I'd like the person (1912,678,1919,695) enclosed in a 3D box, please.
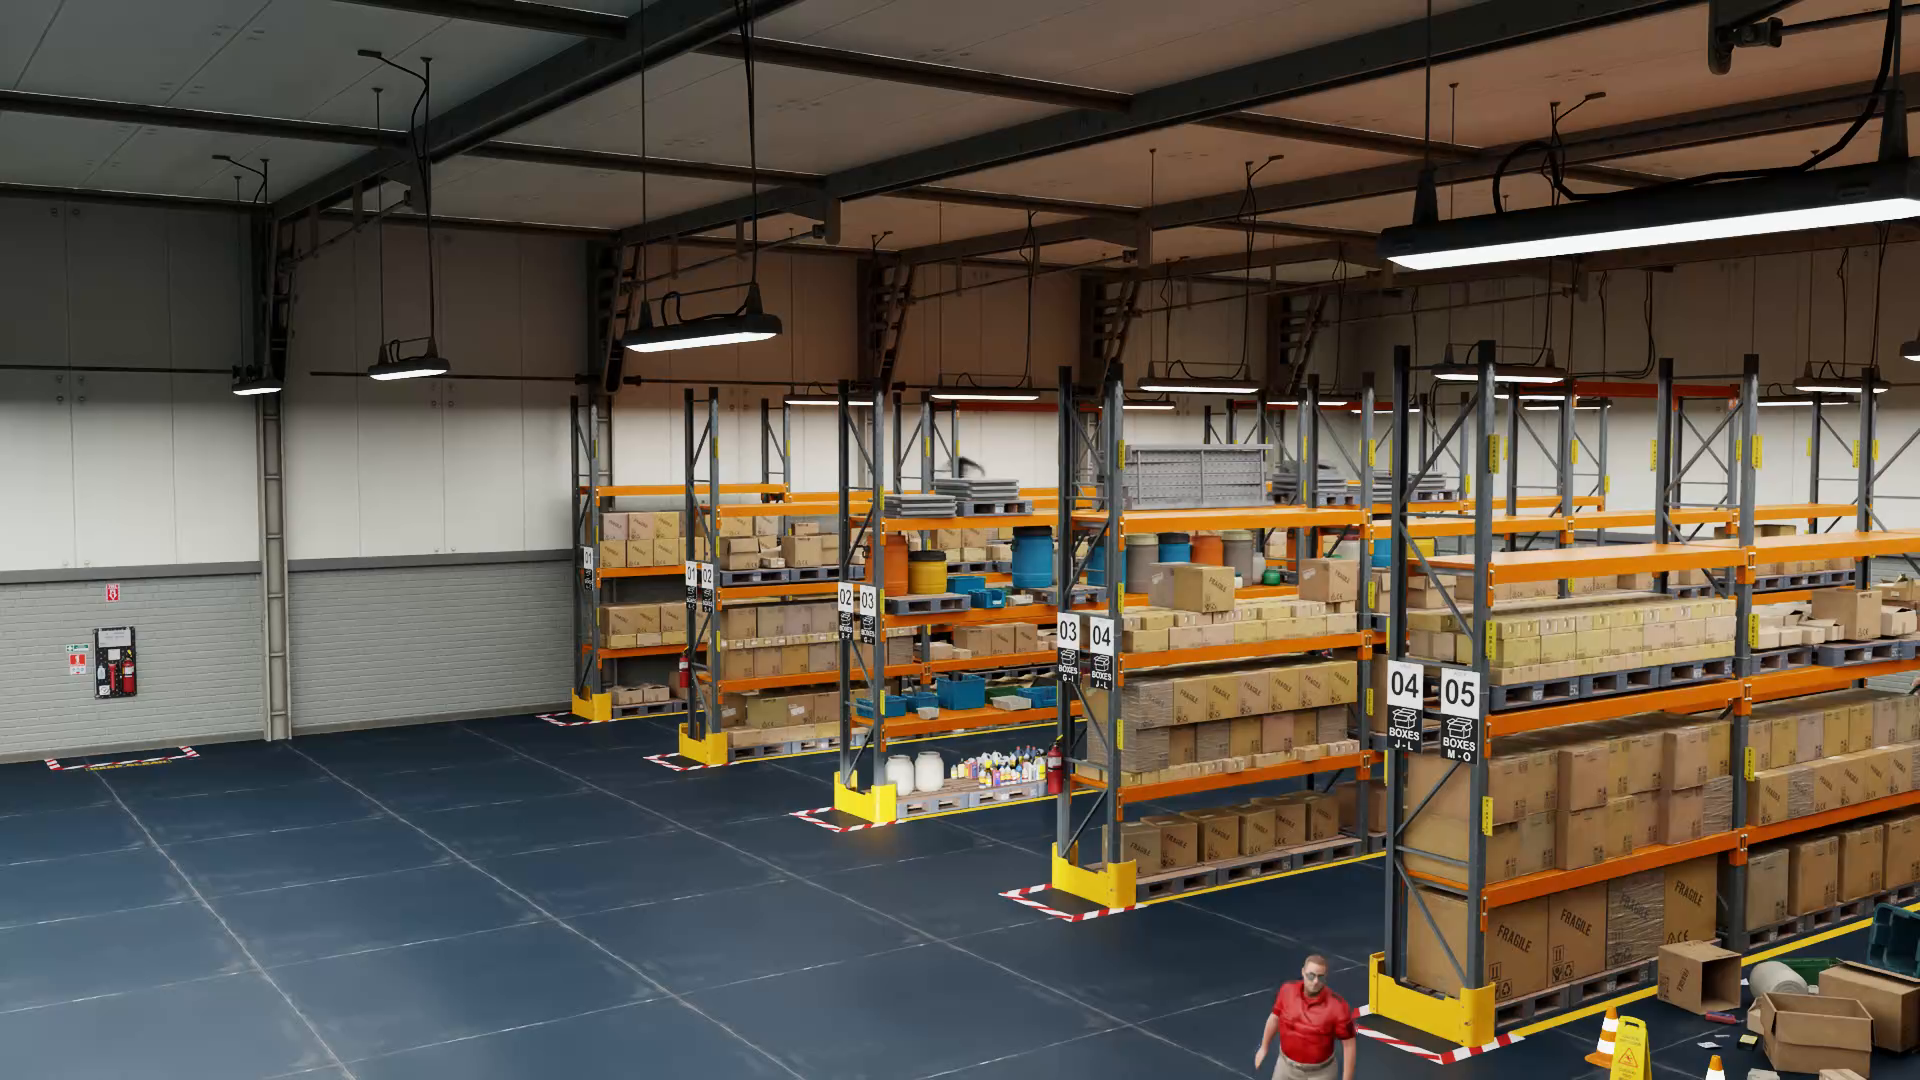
[{"bbox_3d":[13.885,2.845,24.060,0.633,1.729,0.718,-1,4,-18],"label":"person"}]

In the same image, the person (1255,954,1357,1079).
[{"bbox_3d":[2.415,3.632,11.538,0.744,1.668,0.726,2,4,26],"label":"person"}]
